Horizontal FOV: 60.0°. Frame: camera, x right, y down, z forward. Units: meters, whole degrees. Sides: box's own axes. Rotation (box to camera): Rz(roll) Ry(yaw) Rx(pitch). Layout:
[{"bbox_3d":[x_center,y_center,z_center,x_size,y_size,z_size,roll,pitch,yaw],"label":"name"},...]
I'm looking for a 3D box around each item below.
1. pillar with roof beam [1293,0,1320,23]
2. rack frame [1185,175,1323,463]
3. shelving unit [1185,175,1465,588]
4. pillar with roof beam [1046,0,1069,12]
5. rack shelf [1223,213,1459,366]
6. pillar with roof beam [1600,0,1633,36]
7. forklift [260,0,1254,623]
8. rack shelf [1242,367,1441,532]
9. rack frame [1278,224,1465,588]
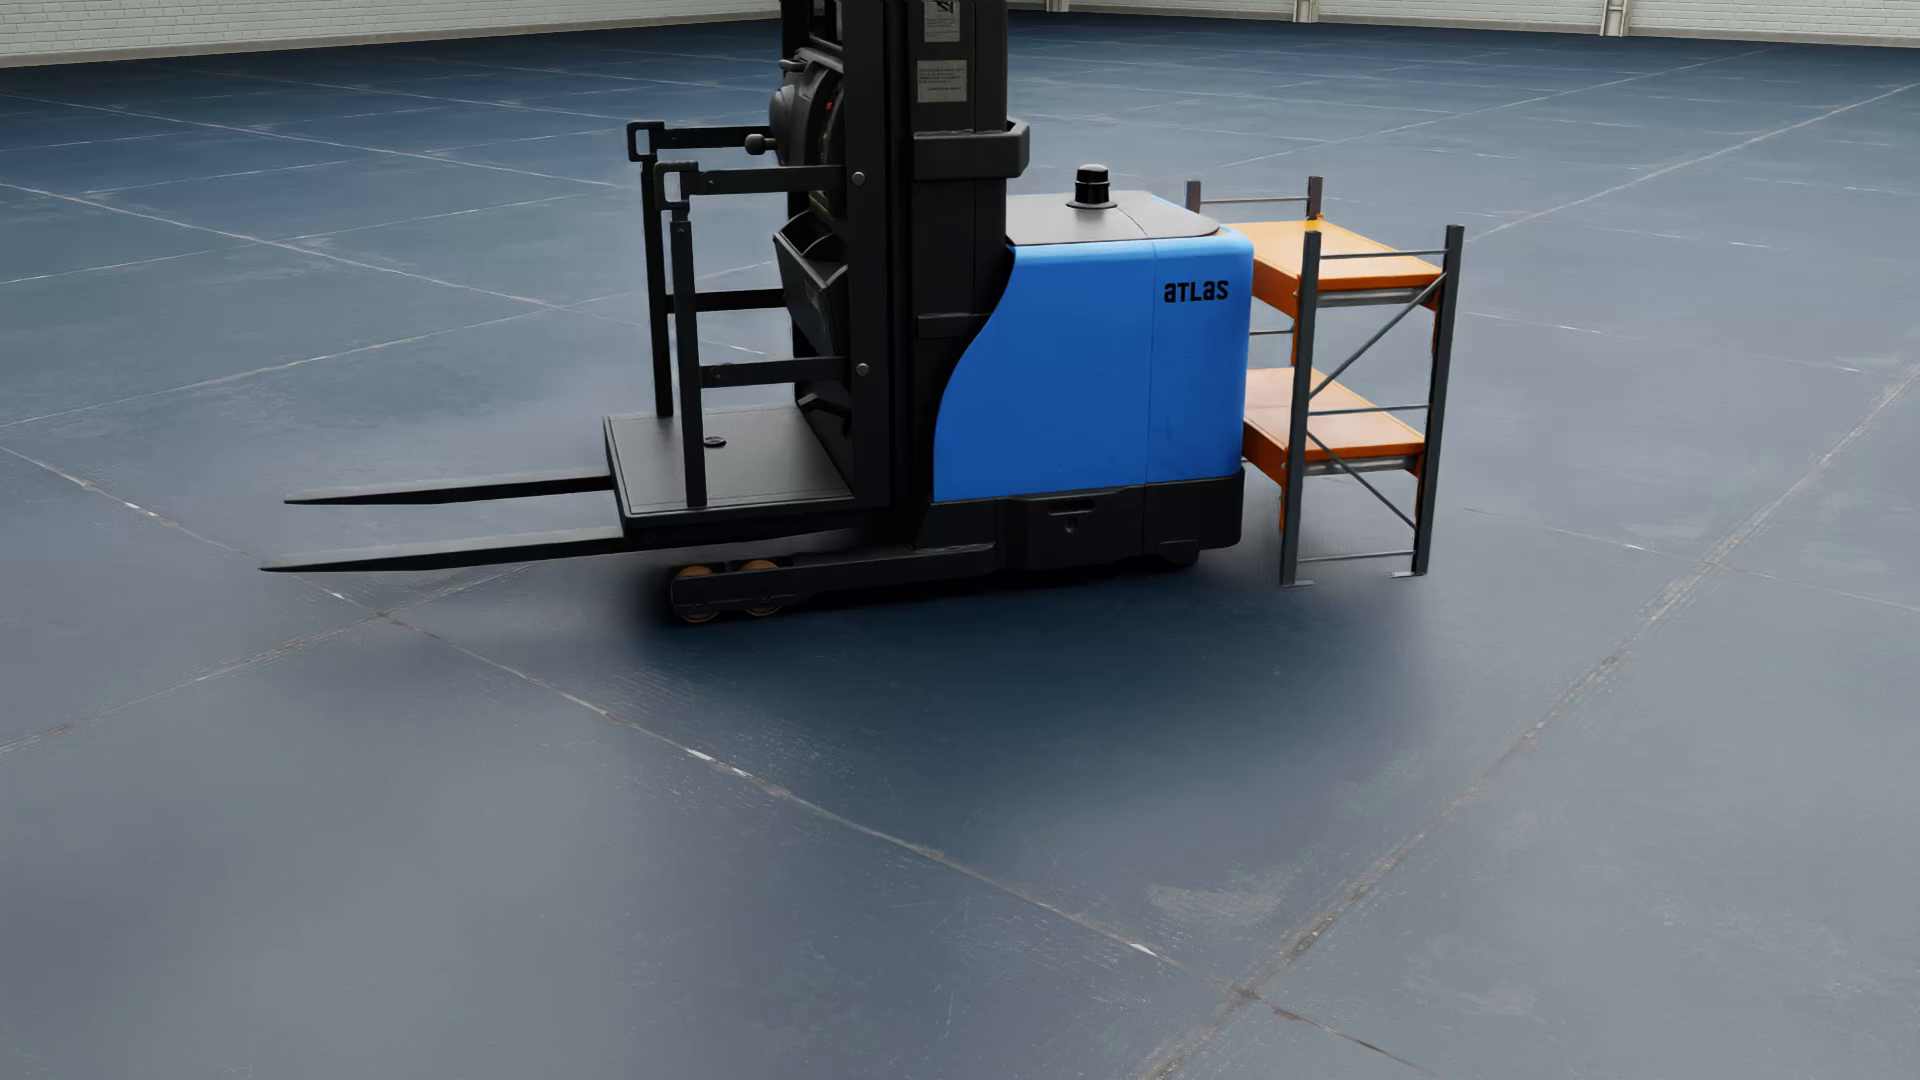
[{"bbox_3d":[4.050,-13.186,27.881,0.400,9.000,9.100,16,26,36],"label":"pillar with roof beam"},{"bbox_3d":[1.041,-0.749,6.060,0.500,1.125,0.032,-4,21,-12],"label":"rack frame"},{"bbox_3d":[1.151,-0.574,5.595,0.538,1.125,1.048,-4,21,-12],"label":"shelving unit"},{"bbox_3d":[-0.598,-14.524,31.430,0.400,9.000,9.100,16,26,36],"label":"pillar with roof beam"},{"bbox_3d":[1.151,-0.848,5.492,0.538,0.278,1.000,-4,21,-12],"label":"rack shelf"},{"bbox_3d":[8.699,-11.847,24.331,0.400,9.000,9.100,16,26,36],"label":"pillar with roof beam"},{"bbox_3d":[-0.649,-1.329,5.039,3.031,2.935,1.130,-5,21,-14],"label":"forklift"},{"bbox_3d":[1.151,-0.345,5.682,0.538,0.278,1.000,-4,21,-12],"label":"rack shelf"},{"bbox_3d":[1.261,-0.399,5.131,0.500,1.125,0.032,-4,21,-12],"label":"rack frame"}]
